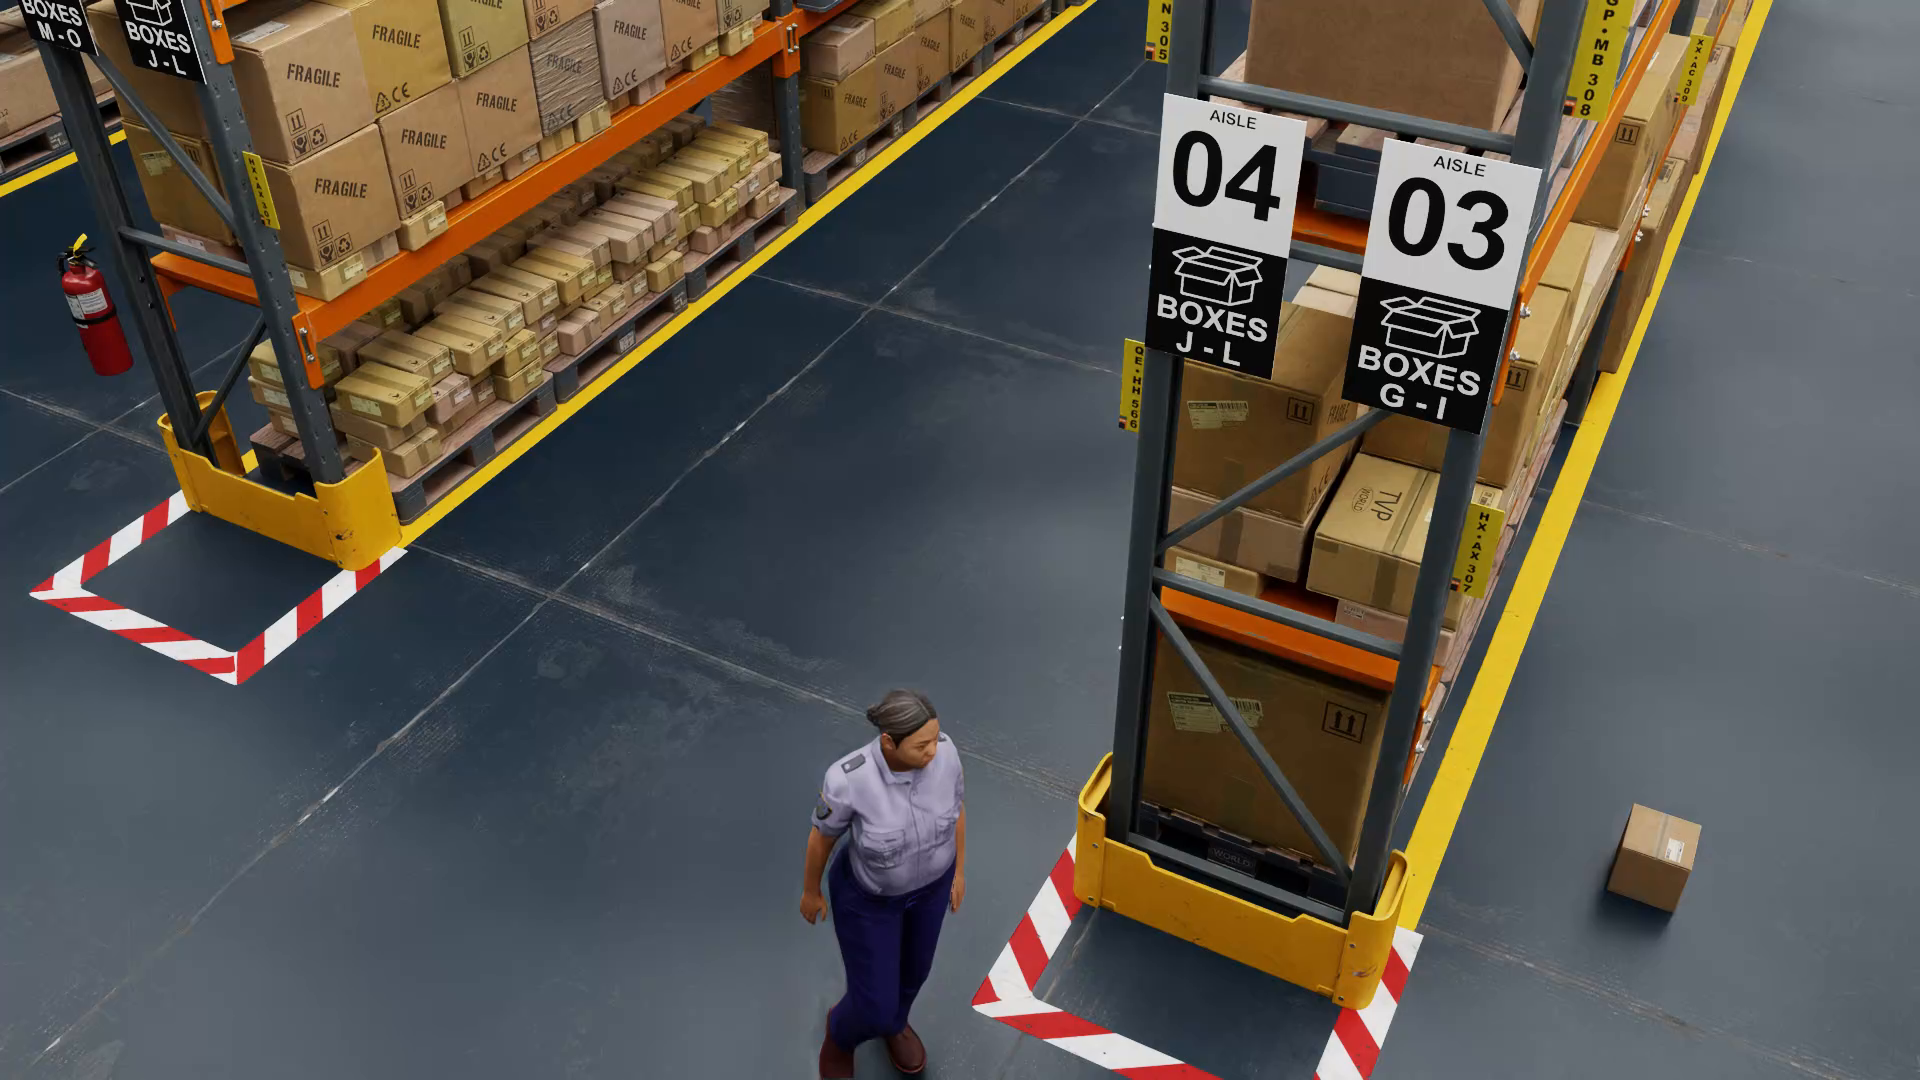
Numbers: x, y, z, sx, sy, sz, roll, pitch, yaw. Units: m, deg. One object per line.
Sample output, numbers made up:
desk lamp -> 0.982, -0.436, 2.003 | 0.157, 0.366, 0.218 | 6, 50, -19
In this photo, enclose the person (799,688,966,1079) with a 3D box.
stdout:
person -> -0.209, 1.148, 5.288 | 0.582, 1.650, 0.447 | -19, 42, -23
